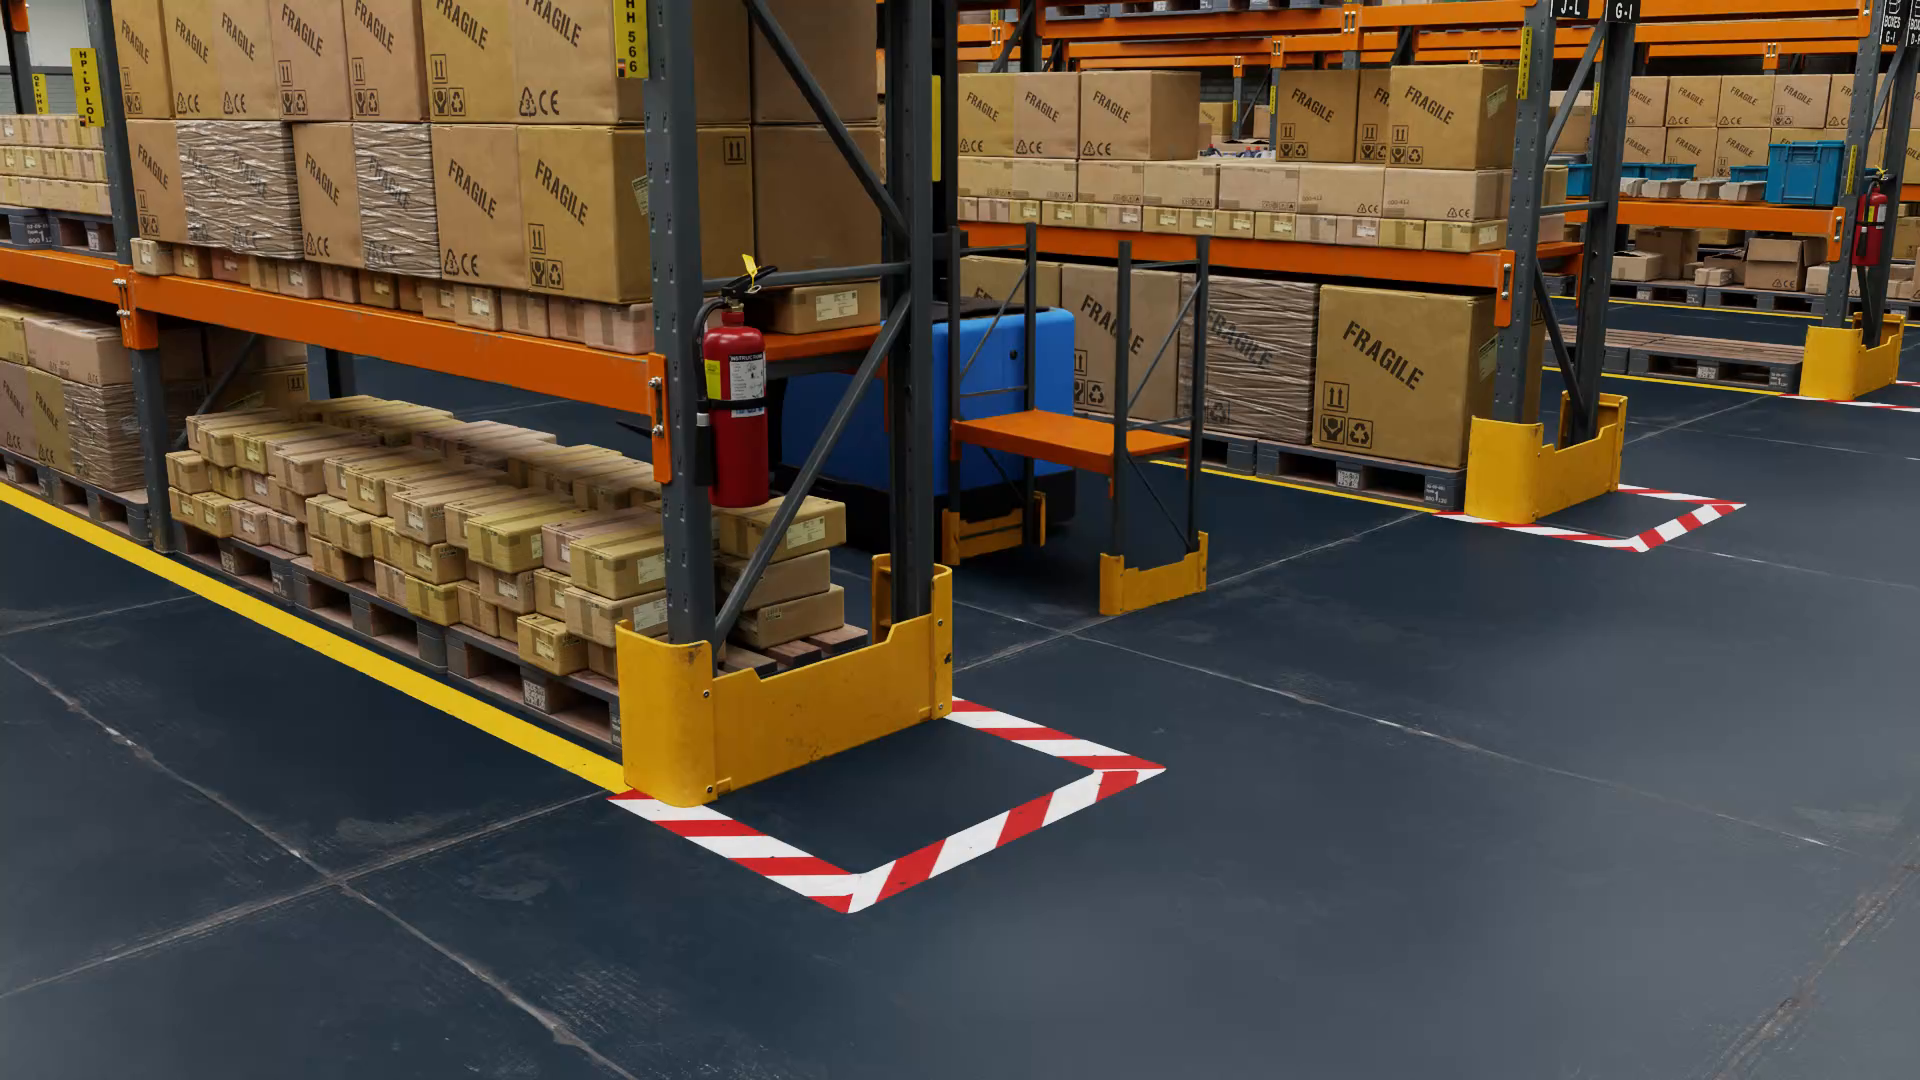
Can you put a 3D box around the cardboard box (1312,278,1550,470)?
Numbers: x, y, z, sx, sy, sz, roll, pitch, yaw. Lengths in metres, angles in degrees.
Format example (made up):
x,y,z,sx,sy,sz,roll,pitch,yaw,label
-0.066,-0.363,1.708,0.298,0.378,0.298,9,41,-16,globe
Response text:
x,y,z,sx,sy,sz,roll,pitch,yaw,label
2.525,-0.933,8.945,0.875,0.875,0.875,14,20,42,cardboard box

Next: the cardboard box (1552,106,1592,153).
x,y,z,sx,sy,sz,roll,pitch,yaw,label
6.854,-4.533,18.349,0.500,0.500,0.700,7,16,24,cardboard box

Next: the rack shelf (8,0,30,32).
x,y,z,sx,sy,sz,roll,pitch,yaw,label
-4.794,-2.931,8.711,4.000,0.370,1.077,14,20,42,rack shelf

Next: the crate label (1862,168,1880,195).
x,y,z,sx,sy,sz,roll,pitch,yaw,label
6.530,-2.610,12.215,0.303,0.233,0.416,14,20,42,crate label

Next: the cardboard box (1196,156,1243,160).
x,y,z,sx,sy,sz,roll,pitch,yaw,label
1.403,-2.223,10.221,0.500,0.250,0.500,-14,20,-43,cardboard box

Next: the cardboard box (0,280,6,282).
x,y,z,sx,sy,sz,roll,pitch,yaw,label
-6.609,-1.415,11.044,0.750,0.750,1.050,13,20,41,cardboard box

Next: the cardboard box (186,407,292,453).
x,y,z,sx,sy,sz,roll,pitch,yaw,label
-3.250,-0.492,7.511,0.380,0.149,0.250,-14,20,-42,cardboard box

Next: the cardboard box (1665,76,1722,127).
x,y,z,sx,sy,sz,roll,pitch,yaw,label
7.556,-4.466,16.943,0.500,0.500,0.500,13,19,40,cardboard box

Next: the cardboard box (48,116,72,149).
x,y,z,sx,sy,sz,roll,pitch,yaw,label
-4.157,-1.975,8.047,0.250,0.149,0.380,13,19,40,cardboard box

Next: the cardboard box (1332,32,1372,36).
x,y,z,sx,sy,sz,roll,pitch,yaw,label
4.865,-6.198,19.624,0.500,0.500,0.910,14,20,42,cardboard box

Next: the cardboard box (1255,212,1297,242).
x,y,z,sx,sy,sz,roll,pitch,yaw,label
1.820,-1.720,9.082,0.250,0.149,0.380,13,20,41,cardboard box

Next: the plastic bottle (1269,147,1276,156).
x,y,z,sx,sy,sz,roll,pitch,yaw,label
2.811,-3.363,14.989,0.185,0.351,0.144,14,20,42,plastic bottle

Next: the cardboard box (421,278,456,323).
x,y,z,sx,sy,sz,roll,pitch,yaw,label
-1.618,-0.845,5.726,0.250,0.149,0.380,13,19,40,cardboard box

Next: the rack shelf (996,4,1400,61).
x,y,z,sx,sy,sz,roll,pitch,yaw,label
2.160,-4.713,15.548,4.000,0.370,1.077,14,20,42,rack shelf

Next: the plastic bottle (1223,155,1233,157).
x,y,z,sx,sy,sz,roll,pitch,yaw,label
2.465,-3.362,15.132,0.135,0.276,0.152,14,20,42,plastic bottle

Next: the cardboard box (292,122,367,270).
x,y,z,sx,sy,sz,roll,pitch,yaw,label
-2.067,-1.269,6.066,0.500,0.500,0.500,-13,20,-41,cardboard box

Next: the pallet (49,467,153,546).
x,y,z,sx,sy,sz,roll,pitch,yaw,label
-3.915,-0.264,8.528,1.213,0.211,1.003,14,20,42,pallet

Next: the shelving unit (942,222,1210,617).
x,y,z,sx,sy,sz,roll,pitch,yaw,label
0.484,-0.564,7.122,0.587,1.500,1.083,-12,19,-39,shelving unit

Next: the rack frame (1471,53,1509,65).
x,y,z,sx,sy,sz,roll,pitch,yaw,label
7.596,-5.758,24.081,0.127,3.000,1.000,14,20,42,rack frame

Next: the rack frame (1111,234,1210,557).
x,y,z,sx,sy,sz,roll,pitch,yaw,label
0.810,-0.469,6.756,0.500,1.500,0.032,-12,19,-39,rack frame

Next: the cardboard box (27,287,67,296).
x,y,z,sx,sy,sz,roll,pitch,yaw,label
-5.188,-1.376,9.901,0.500,0.250,0.500,14,20,43,cardboard box

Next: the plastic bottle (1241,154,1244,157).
x,y,z,sx,sy,sz,roll,pitch,yaw,label
2.697,-3.552,15.862,0.135,0.276,0.152,14,20,42,plastic bottle

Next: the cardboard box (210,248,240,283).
x,y,z,sx,sy,sz,roll,pitch,yaw,label
-2.911,-1.178,7.004,0.250,0.149,0.380,13,19,40,cardboard box

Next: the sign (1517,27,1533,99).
x,y,z,sx,sy,sz,roll,pitch,yaw,label
2.654,-2.239,7.811,0.005,0.325,0.100,14,20,42,sign

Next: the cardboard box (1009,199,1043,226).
x,y,z,sx,sy,sz,roll,pitch,yaw,label
0.523,-2.035,10.291,0.380,0.149,0.250,-14,20,-42,cardboard box

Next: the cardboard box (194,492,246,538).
x,y,z,sx,sy,sz,roll,pitch,yaw,label
-3.123,-0.133,7.314,0.380,0.149,0.250,-14,20,-43,cardboard box

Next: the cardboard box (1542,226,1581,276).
x,y,z,sx,sy,sz,roll,pitch,yaw,label
6.486,-3.196,18.332,0.500,0.500,0.500,14,20,42,cardboard box

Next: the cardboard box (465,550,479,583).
x,y,z,sx,sy,sz,roll,pitch,yaw,label
-1.550,0.058,5.993,0.250,0.149,0.380,13,20,42,cardboard box

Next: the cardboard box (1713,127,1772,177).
x,y,z,sx,sy,sz,roll,pitch,yaw,label
7.947,-3.891,16.717,0.500,0.500,0.500,14,20,42,cardboard box

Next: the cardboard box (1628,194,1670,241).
x,y,z,sx,sy,sz,roll,pitch,yaw,label
9.276,-4.466,22.553,0.750,0.750,0.750,-14,20,-43,cardboard box

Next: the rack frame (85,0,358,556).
x,y,z,sx,sy,sz,roll,pitch,yaw,label
-3.354,-1.478,7.655,0.127,3.000,1.000,14,20,42,rack frame

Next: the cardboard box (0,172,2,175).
x,y,z,sx,sy,sz,roll,pitch,yaw,label
-4.900,-2.011,8.776,0.380,0.149,0.250,-14,20,-42,cardboard box

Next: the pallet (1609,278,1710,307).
x,y,z,sx,sy,sz,roll,pitch,yaw,label
7.534,-2.688,17.830,1.213,0.211,1.003,14,20,42,pallet

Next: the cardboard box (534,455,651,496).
x,y,z,sx,sy,sz,roll,pitch,yaw,label
-1.419,-0.215,6.450,0.380,0.149,0.250,-14,20,-42,cardboard box

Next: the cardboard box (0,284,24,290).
x,y,z,sx,sy,sz,roll,pitch,yaw,label
-5.905,-1.370,9.878,0.500,0.250,0.500,13,19,40,cardboard box

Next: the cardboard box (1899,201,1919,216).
x,y,z,sx,sy,sz,roll,pitch,yaw,label
11.729,-4.095,20.537,0.250,0.149,0.380,14,20,43,cardboard box

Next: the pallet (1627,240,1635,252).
x,y,z,sx,sy,sz,roll,pitch,yaw,label
8.986,-4.043,23.031,1.213,0.211,1.003,14,20,42,pallet

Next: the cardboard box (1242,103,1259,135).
x,y,z,sx,sy,sz,roll,pitch,yaw,label
4.524,-6.878,27.150,0.500,0.500,0.500,13,19,41,cardboard box

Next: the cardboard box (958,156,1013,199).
x,y,z,sx,sy,sz,roll,pitch,yaw,label
0.318,-2.302,10.526,0.500,0.250,0.500,13,20,41,cardboard box

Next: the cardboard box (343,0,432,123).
x,y,z,sx,sy,sz,roll,pitch,yaw,label
-1.722,-1.667,5.609,0.500,0.500,0.500,-13,20,-41,cardboard box

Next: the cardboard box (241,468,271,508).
x,y,z,sx,sy,sz,roll,pitch,yaw,label
-2.870,-0.260,7.212,0.250,0.149,0.380,14,20,42,cardboard box

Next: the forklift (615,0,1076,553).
x,y,z,sx,sy,sz,roll,pitch,yaw,label
-0.781,-1.668,8.521,1.130,2.935,3.031,-12,19,-39,forklift

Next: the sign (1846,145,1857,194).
x,y,z,sx,sy,sz,roll,pitch,yaw,label
6.109,-2.536,11.391,0.005,0.325,0.100,14,20,42,sign

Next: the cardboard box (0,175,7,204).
x,y,z,sx,sy,sz,roll,pitch,yaw,label
-4.909,-1.867,8.814,0.250,0.149,0.380,13,19,40,cardboard box

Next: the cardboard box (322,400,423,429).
x,y,z,sx,sy,sz,roll,pitch,yaw,label
-2.706,-0.537,7.685,0.250,0.149,0.380,14,20,43,cardboard box

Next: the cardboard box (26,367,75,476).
x,y,z,sx,sy,sz,roll,pitch,yaw,label
-4.431,-0.645,8.584,0.500,0.500,0.500,13,19,41,cardboard box

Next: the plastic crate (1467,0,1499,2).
x,y,z,sx,sy,sz,roll,pitch,yaw,label
4.303,-4.381,13.106,0.590,0.269,0.497,14,20,42,plastic crate

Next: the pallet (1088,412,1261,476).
x,y,z,sx,sy,sz,roll,pitch,yaw,label
1.537,-0.650,10.009,1.213,0.211,1.003,14,20,42,pallet

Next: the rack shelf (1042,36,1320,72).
x,y,z,sx,sy,sz,roll,pitch,yaw,label
2.721,-6.311,21.683,4.000,0.370,1.077,14,20,42,rack shelf

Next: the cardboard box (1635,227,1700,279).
x,y,z,sx,sy,sz,roll,pitch,yaw,label
7.647,-3.113,18.015,0.500,0.500,0.500,14,20,42,cardboard box

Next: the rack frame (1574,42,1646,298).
x,y,z,sx,sy,sz,roll,pitch,yaw,label
7.040,-4.158,17.941,0.127,3.000,1.000,14,20,42,rack frame

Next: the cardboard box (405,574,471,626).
x,y,z,sx,sy,sz,roll,pitch,yaw,label
-1.798,0.182,6.107,0.250,0.149,0.380,13,19,40,cardboard box

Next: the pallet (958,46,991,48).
x,y,z,sx,sy,sz,roll,pitch,yaw,label
-0.225,-7.325,24.321,1.213,0.211,1.003,14,20,42,pallet

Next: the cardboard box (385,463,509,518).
x,y,z,sx,sy,sz,roll,pitch,yaw,label
-1.934,-0.173,6.287,0.250,0.149,0.380,13,19,40,cardboard box
